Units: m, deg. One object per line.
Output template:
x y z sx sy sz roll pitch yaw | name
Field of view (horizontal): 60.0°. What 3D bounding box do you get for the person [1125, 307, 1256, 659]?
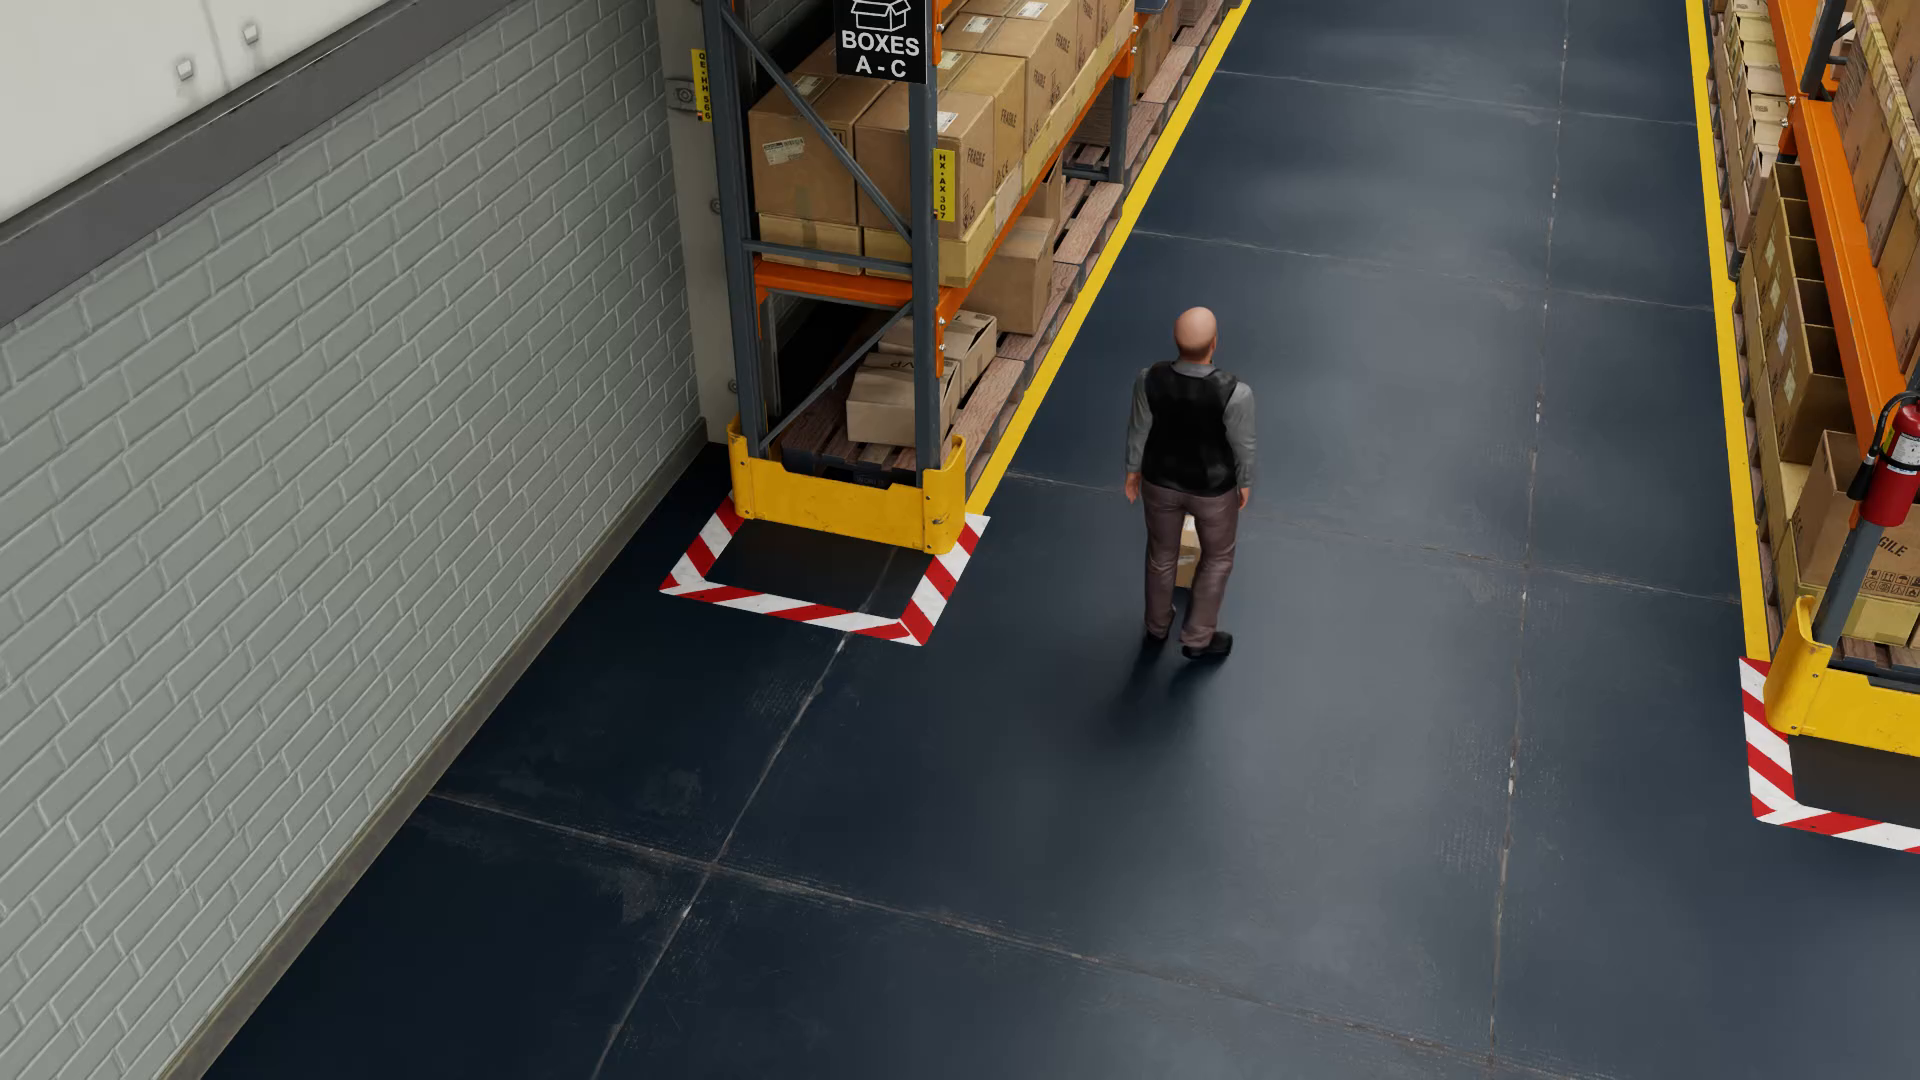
0.991 -0.247 7.227 0.561 1.726 0.399 13 39 17 | person
